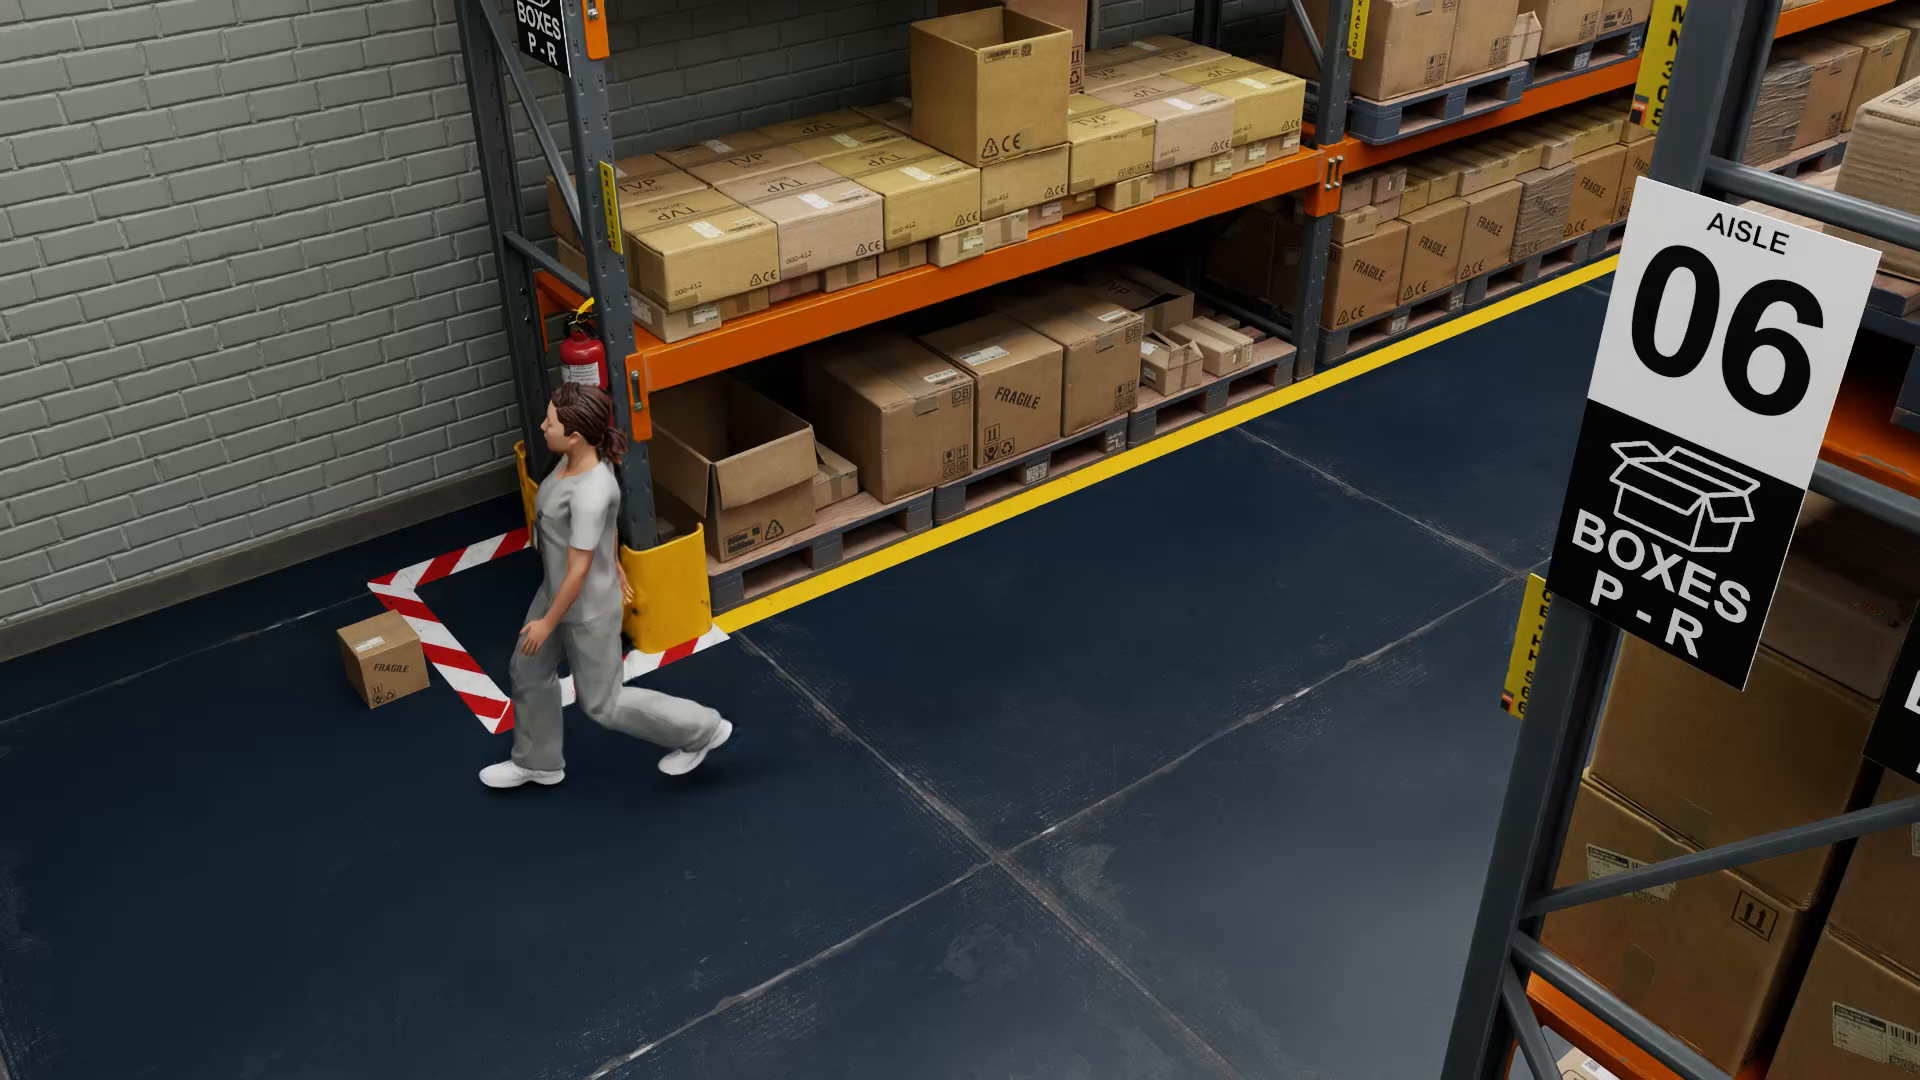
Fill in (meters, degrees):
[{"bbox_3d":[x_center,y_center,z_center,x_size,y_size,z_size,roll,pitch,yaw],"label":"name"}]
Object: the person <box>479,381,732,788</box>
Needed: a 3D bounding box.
[{"bbox_3d":[-1.320,0.200,5.823,0.922,1.620,0.454,-10,34,-16],"label":"person"}]
